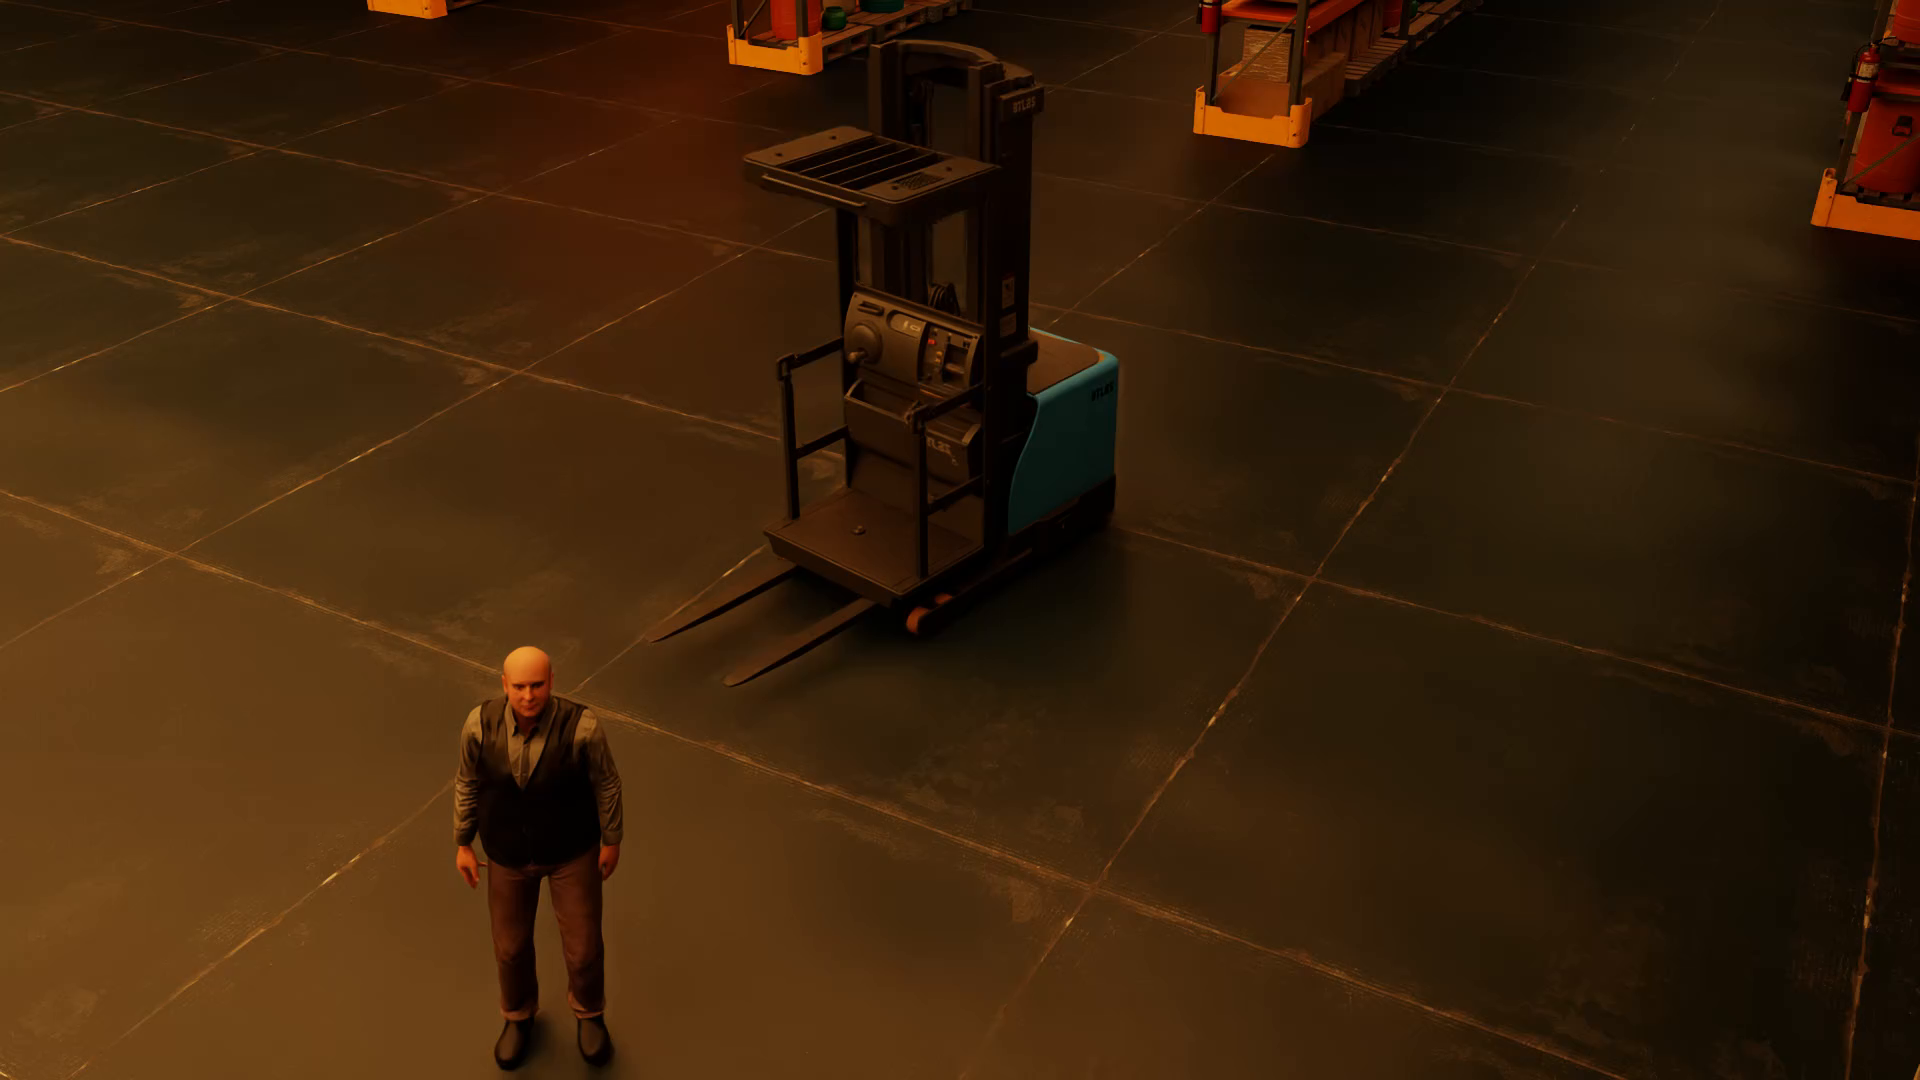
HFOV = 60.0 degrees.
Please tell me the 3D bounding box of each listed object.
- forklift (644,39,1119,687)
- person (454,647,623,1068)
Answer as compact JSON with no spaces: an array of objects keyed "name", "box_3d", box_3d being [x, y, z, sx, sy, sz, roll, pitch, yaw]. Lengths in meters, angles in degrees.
[{"name":"forklift","box_3d":[-0.403,-1.024,8.846,1.130,2.935,3.031,24,37,35]},{"name":"person","box_3d":[-1.568,1.187,6.225,0.616,1.722,0.491,-1,30,-2]}]
